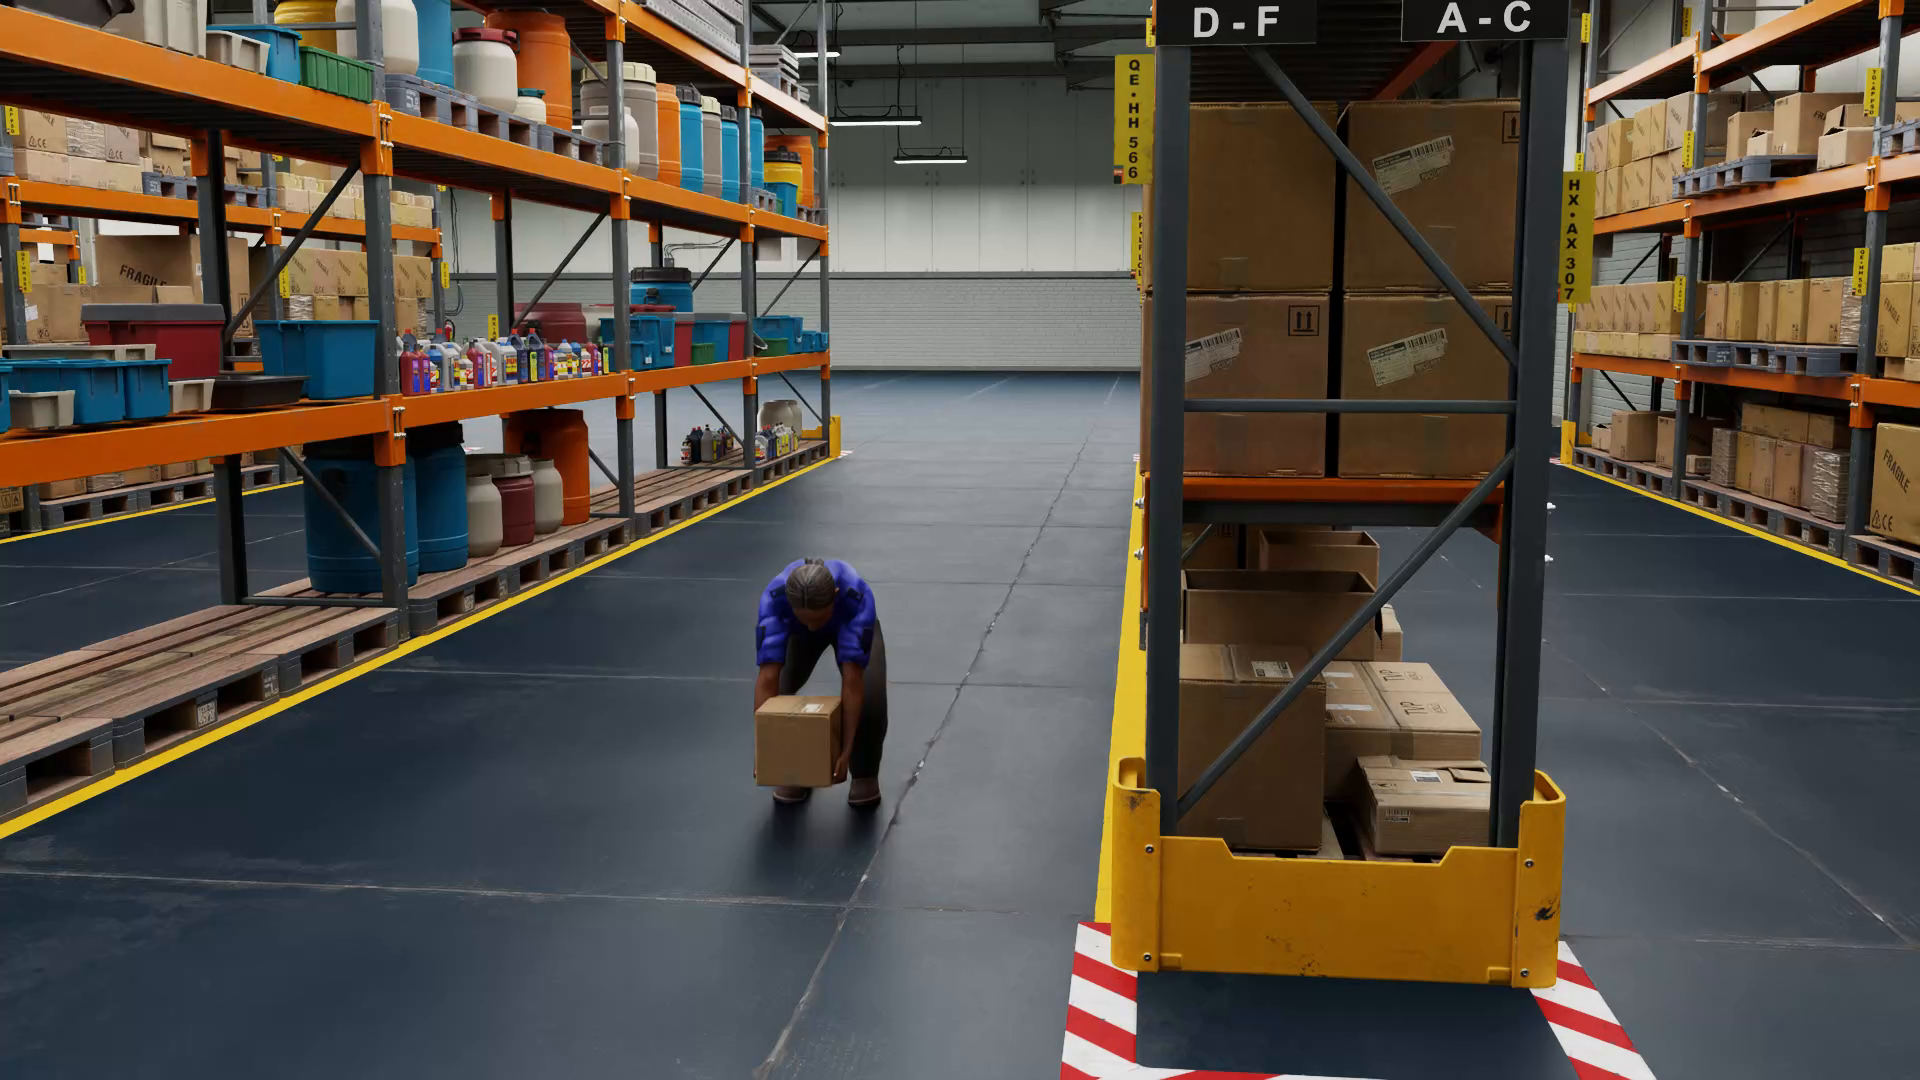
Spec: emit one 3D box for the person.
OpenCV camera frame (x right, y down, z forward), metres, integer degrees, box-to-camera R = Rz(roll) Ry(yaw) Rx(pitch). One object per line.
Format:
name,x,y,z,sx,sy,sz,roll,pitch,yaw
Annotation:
person,-0.489,0.492,5.865,0.472,0.946,0.860,1,8,4
